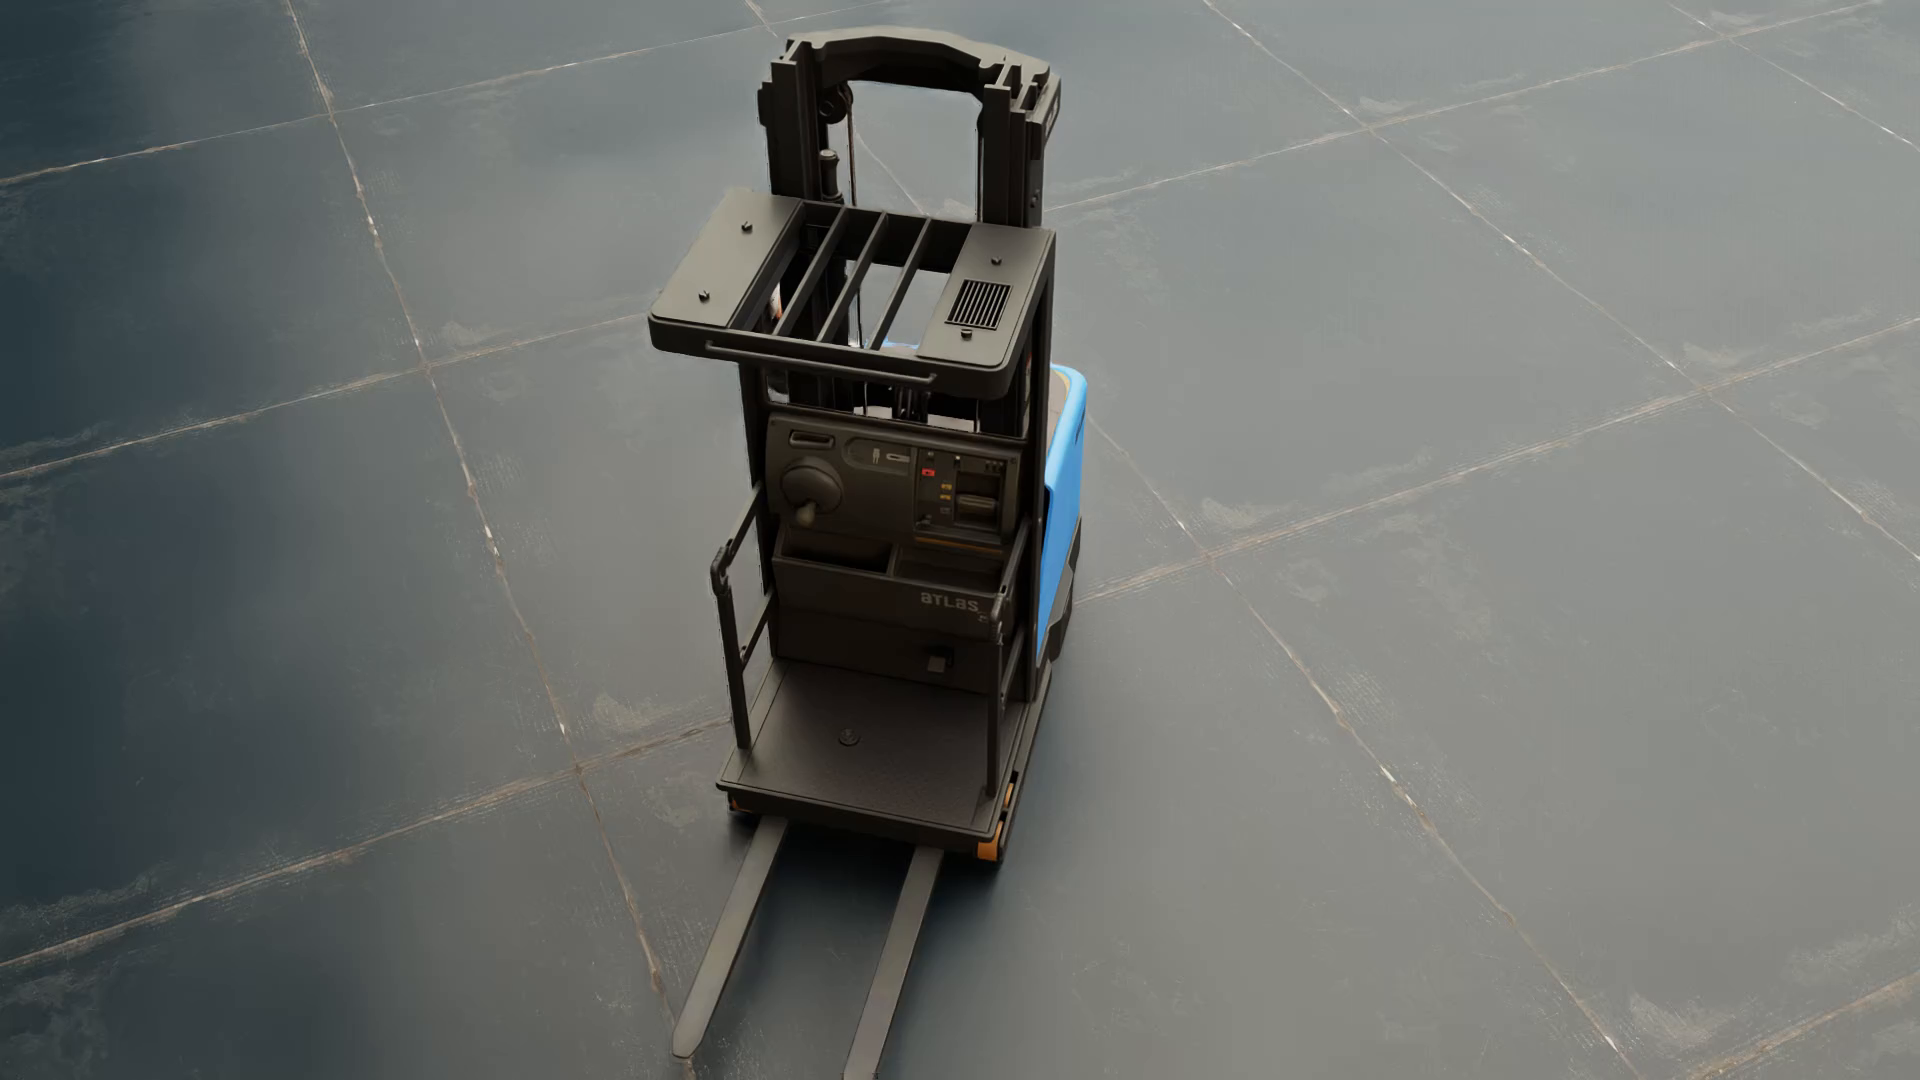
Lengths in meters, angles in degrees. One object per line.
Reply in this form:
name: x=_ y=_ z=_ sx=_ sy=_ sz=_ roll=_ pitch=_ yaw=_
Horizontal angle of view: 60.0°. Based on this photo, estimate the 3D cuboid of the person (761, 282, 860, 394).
person: x=-0.490 y=-0.873 z=7.629 sx=0.860 sy=1.564 sz=1.133 roll=-4 pitch=43 yaw=-5

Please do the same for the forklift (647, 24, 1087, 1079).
forklift: x=-0.295 y=-0.114 z=5.802 sx=1.130 sy=2.935 sz=3.031 roll=9 pitch=44 yaw=10
